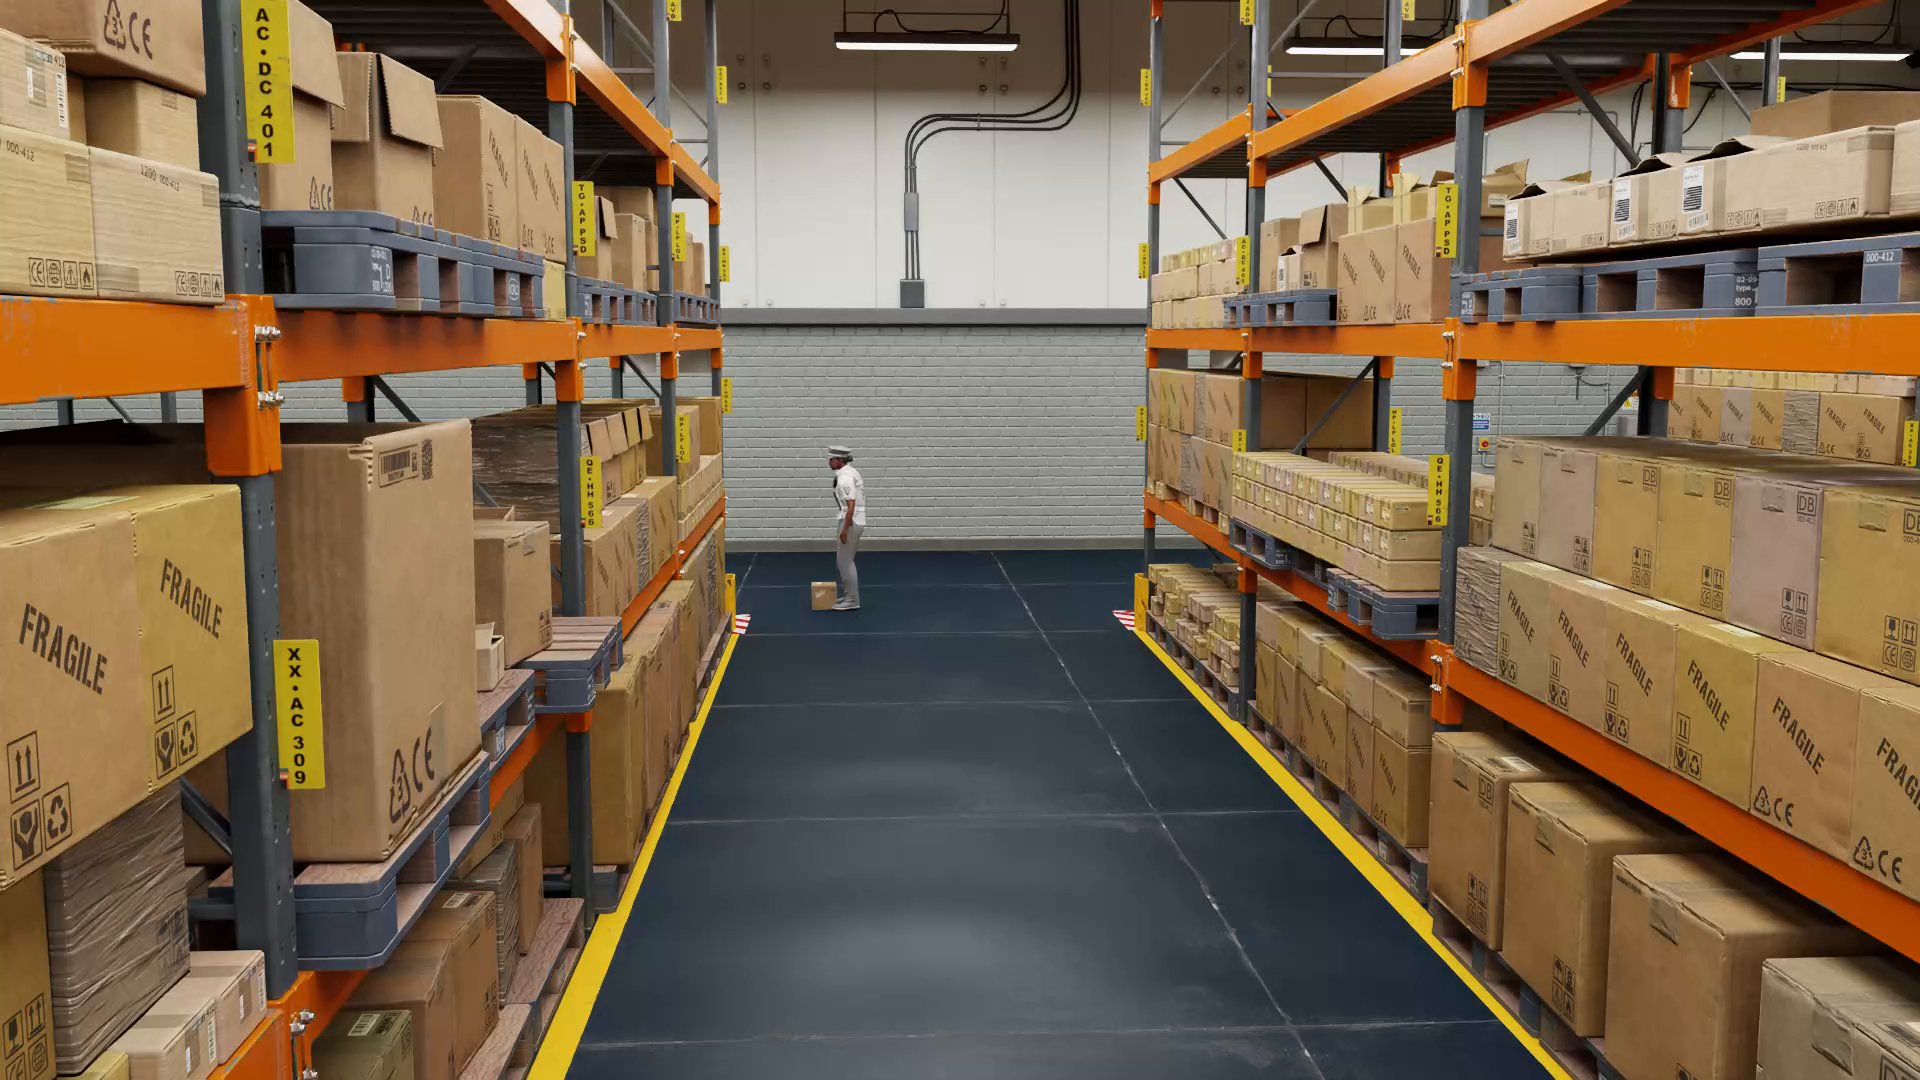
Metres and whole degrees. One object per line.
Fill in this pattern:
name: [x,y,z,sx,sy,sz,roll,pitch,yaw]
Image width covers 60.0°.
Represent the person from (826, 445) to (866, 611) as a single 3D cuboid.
person: [-1.152,-0.133,16.842,0.398,1.659,0.521,-1,7,-5]
